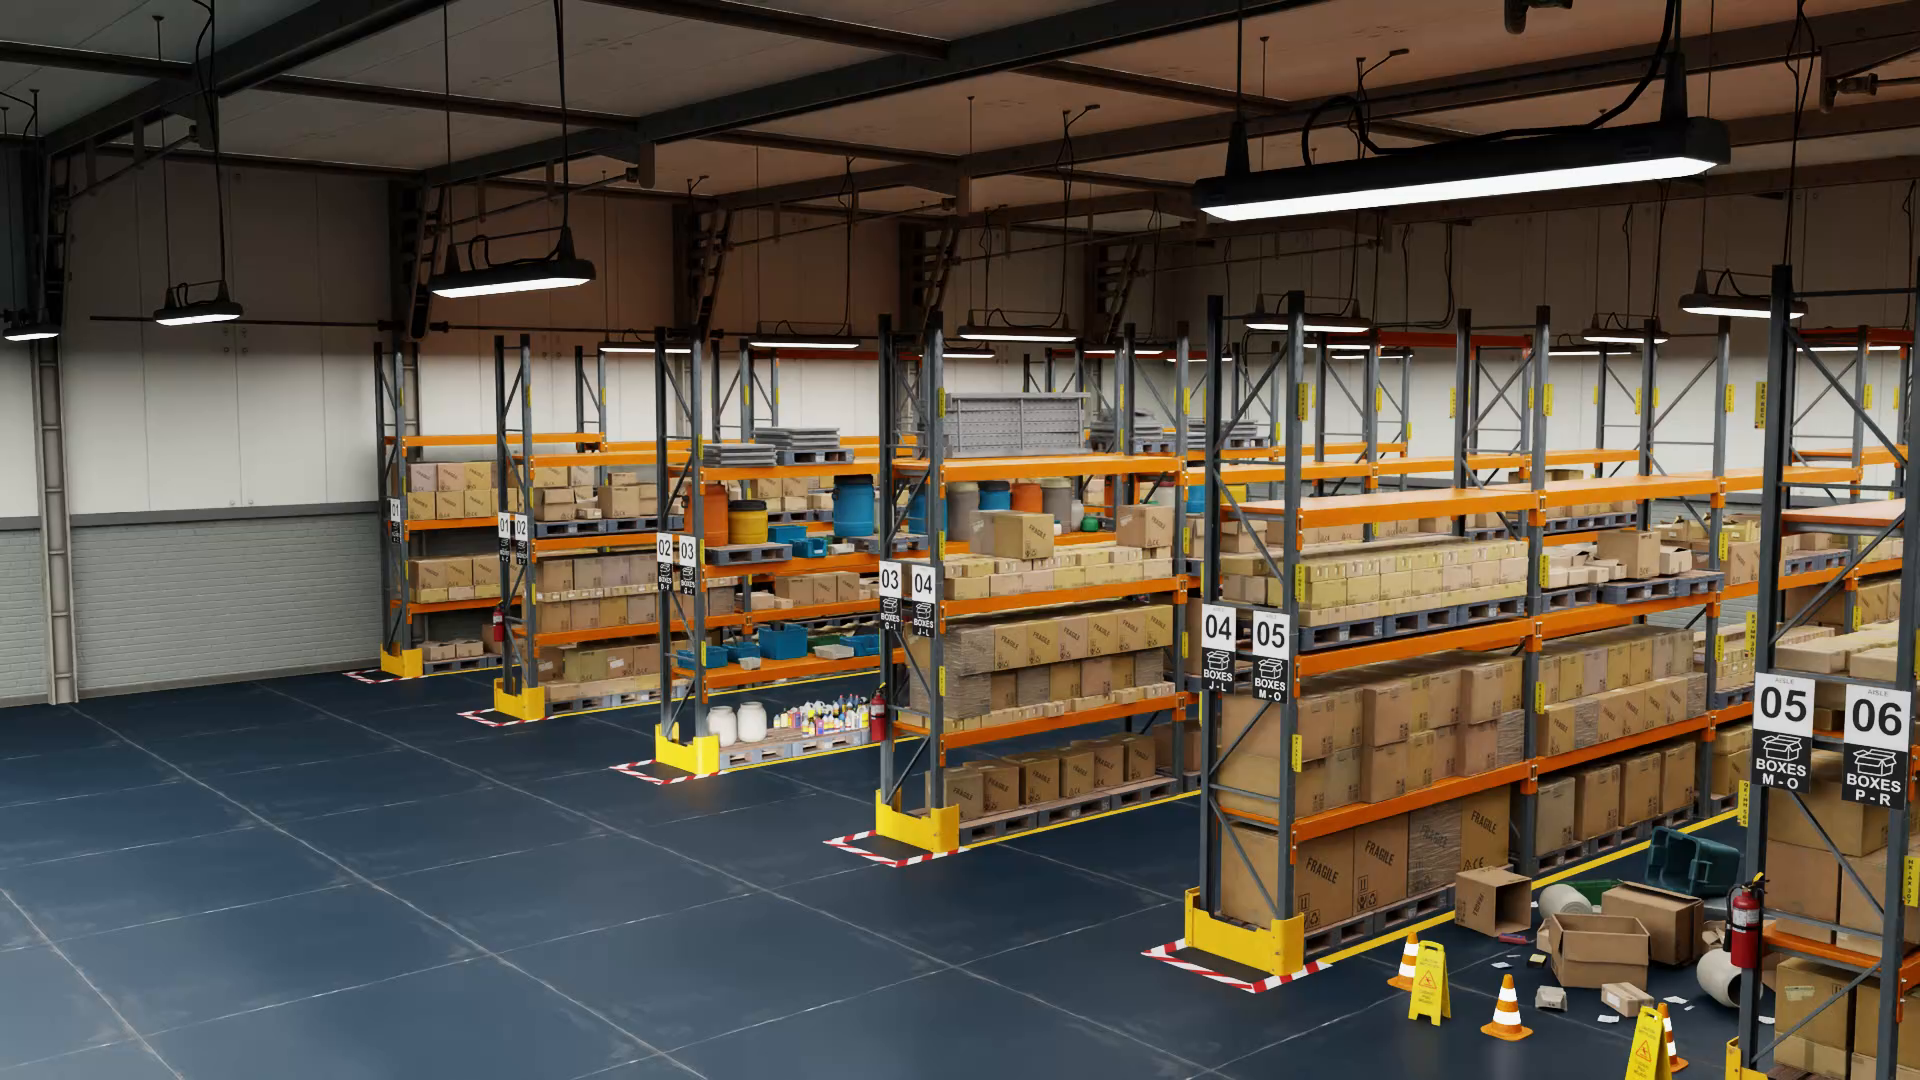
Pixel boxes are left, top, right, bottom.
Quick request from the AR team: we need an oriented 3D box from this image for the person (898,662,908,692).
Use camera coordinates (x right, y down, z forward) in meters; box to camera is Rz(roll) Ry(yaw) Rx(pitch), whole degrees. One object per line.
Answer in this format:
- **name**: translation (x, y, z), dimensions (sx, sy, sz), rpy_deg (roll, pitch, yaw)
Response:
- **person**: translation (-0.677, 1.703, 26.684), dimensions (0.569, 1.565, 1.069), rpy_deg (-2, 6, -24)
